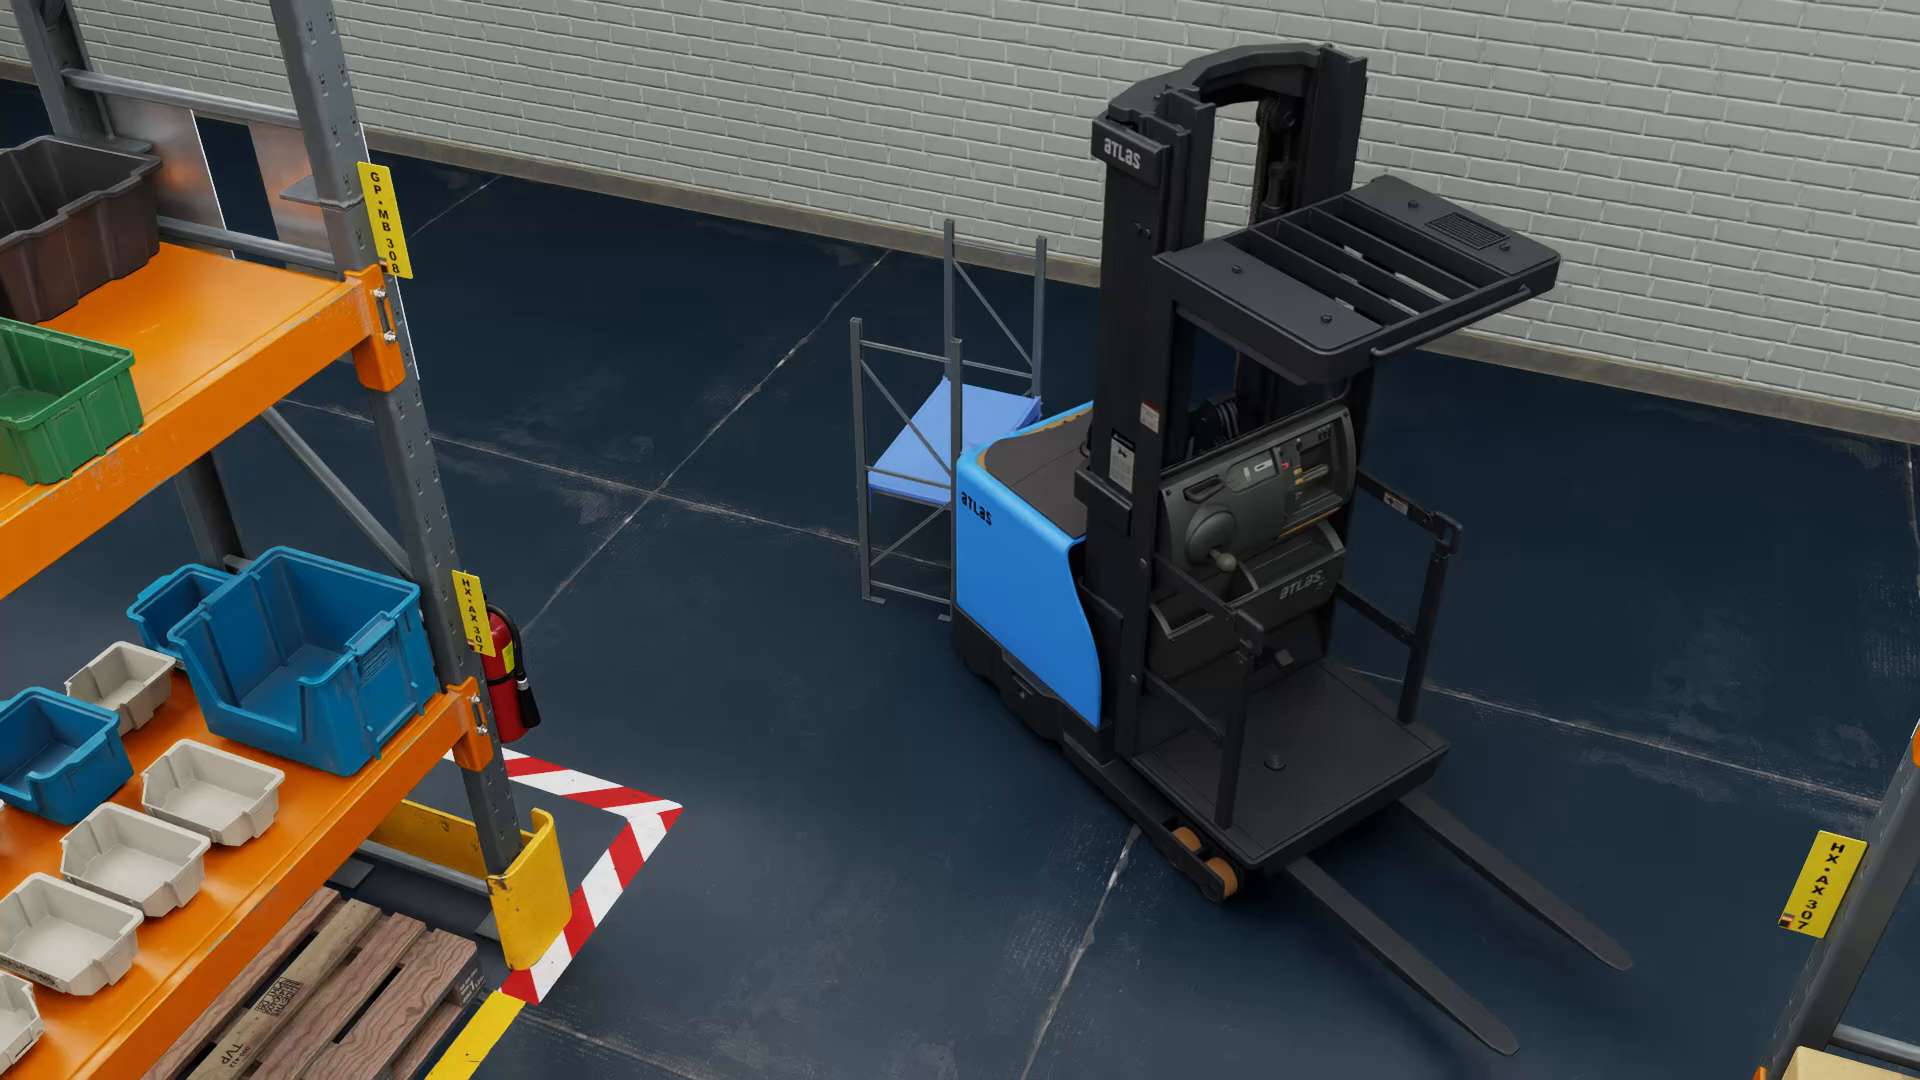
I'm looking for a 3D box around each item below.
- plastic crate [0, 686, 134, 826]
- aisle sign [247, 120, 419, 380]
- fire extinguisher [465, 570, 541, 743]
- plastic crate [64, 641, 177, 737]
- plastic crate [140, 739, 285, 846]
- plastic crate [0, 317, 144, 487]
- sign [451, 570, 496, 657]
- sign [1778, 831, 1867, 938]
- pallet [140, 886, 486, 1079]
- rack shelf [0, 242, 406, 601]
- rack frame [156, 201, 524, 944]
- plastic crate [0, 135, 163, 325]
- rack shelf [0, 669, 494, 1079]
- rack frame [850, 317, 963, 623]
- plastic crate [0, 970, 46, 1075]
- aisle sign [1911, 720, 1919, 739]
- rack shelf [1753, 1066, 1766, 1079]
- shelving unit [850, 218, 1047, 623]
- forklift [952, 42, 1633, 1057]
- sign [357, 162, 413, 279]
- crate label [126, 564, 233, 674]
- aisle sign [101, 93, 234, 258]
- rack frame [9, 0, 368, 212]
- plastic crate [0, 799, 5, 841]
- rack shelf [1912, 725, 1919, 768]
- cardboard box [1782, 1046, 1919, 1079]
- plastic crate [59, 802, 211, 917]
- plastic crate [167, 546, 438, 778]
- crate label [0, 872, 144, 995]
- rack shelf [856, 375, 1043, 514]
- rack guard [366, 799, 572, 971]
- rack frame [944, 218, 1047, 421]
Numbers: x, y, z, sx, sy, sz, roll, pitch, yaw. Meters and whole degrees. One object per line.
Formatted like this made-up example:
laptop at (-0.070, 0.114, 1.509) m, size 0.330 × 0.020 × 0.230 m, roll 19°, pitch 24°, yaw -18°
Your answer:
plastic crate at (-2.710, 0.655, 4.958) m, size 0.416 × 0.233 × 0.300 m, roll 14°, pitch 39°, yaw 18°
aisle sign at (-1.763, -0.829, 4.682) m, size 0.394 × 0.787 × 0.004 m, roll 14°, pitch 39°, yaw 18°
fire extinguisher at (-1.584, 0.386, 5.604) m, size 0.296 × 0.674 × 0.183 m, roll 14°, pitch 39°, yaw 18°
plastic crate at (-2.658, 0.488, 5.262) m, size 0.250 × 0.136 × 0.298 m, roll 14°, pitch 39°, yaw 18°
plastic crate at (-2.204, 0.760, 4.898) m, size 0.396 × 0.136 × 0.243 m, roll 14°, pitch 39°, yaw 18°
plastic crate at (-2.172, -0.320, 3.844) m, size 0.450 × 0.188 × 0.336 m, roll 14°, pitch 39°, yaw 18°
sign at (-1.546, 0.237, 5.292) m, size 0.100 × 0.325 × 0.005 m, roll 14°, pitch 39°, yaw 18°
sign at (2.008, 0.806, 3.877) m, size 0.100 × 0.325 × 0.005 m, roll 14°, pitch 39°, yaw 18°
pallet at (-2.411, 1.750, 5.732) m, size 1.003 × 0.211 × 1.213 m, roll 14°, pitch 39°, yaw 18°
rack shelf at (-2.822, 0.380, 3.332) m, size 1.077 × 0.370 × 4.000 m, roll 14°, pitch 39°, yaw 18°
rack frame at (-2.061, 0.186, 5.496) m, size 1.000 × 3.000 × 0.127 m, roll 14°, pitch 39°, yaw 18°
plastic crate at (-2.465, -0.814, 4.437) m, size 0.497 × 0.269 × 0.590 m, roll 14°, pitch 39°, yaw 18°
rack shelf at (-2.822, 1.581, 4.230) m, size 1.077 × 0.370 × 4.000 m, roll 14°, pitch 39°, yaw 18°
rack frame at (-0.226, -0.272, 7.361) m, size 0.500 × 1.500 × 0.032 m, roll 14°, pitch 39°, yaw 18°
plastic crate at (-2.507, 1.245, 4.249) m, size 0.298 × 0.136 × 0.250 m, roll 14°, pitch 39°, yaw 18°
aisle sign at (2.269, 0.164, 3.353) m, size 0.394 × 0.787 × 0.004 m, roll 14°, pitch 39°, yaw 18°
rack shelf at (1.758, 2.709, 2.721) m, size 1.077 × 0.370 × 4.000 m, roll 14°, pitch 39°, yaw 18°
shelving unit at (-0.032, -0.554, 7.738) m, size 0.538 × 1.500 × 1.048 m, roll 14°, pitch 39°, yaw 18°
forklift at (1.230, -0.120, 5.963) m, size 1.130 × 2.935 × 3.031 m, roll -23°, pitch 43°, yaw -28°
sign at (-1.546, -0.858, 4.474) m, size 0.100 × 0.325 × 0.005 m, roll 14°, pitch 39°, yaw 18°
crate label at (-2.460, 0.290, 5.446) m, size 0.416 × 0.233 × 0.303 m, roll 14°, pitch 39°, yaw 18°
aisle sign at (-2.309, -0.963, 4.862) m, size 0.394 × 0.787 × 0.004 m, roll 14°, pitch 39°, yaw 18°
rack frame at (-2.061, -2.217, 3.700) m, size 1.000 × 3.000 × 0.127 m, roll 14°, pitch 39°, yaw 18°
plastic crate at (-2.916, 0.863, 4.760) m, size 0.250 × 0.136 × 0.298 m, roll 14°, pitch 39°, yaw 18°
rack shelf at (1.758, 1.508, 1.823) m, size 1.077 × 0.370 × 4.000 m, roll 14°, pitch 39°, yaw 18°
cardboard box at (2.087, 1.459, 3.669) m, size 0.500 × 0.250 × 0.500 m, roll 13°, pitch 39°, yaw 17°
plastic crate at (-2.328, 0.917, 4.688) m, size 0.396 × 0.136 × 0.243 m, roll 14°, pitch 39°, yaw 18°
plastic crate at (-2.016, 0.375, 5.163) m, size 0.616 × 0.435 × 0.499 m, roll 14°, pitch 39°, yaw 18°
crate label at (-2.411, 1.077, 4.474) m, size 0.396 × 0.136 × 0.243 m, roll 14°, pitch 39°, yaw 18°
rack shelf at (-0.032, -0.409, 7.845) m, size 0.538 × 0.185 × 1.000 m, roll 14°, pitch 39°, yaw 18°
rack guard at (-2.064, 1.171, 6.266) m, size 1.175 × 0.500 × 0.348 m, roll 14°, pitch 39°, yaw 18°
rack frame at (0.161, -0.835, 8.114) m, size 0.500 × 1.500 × 0.032 m, roll 14°, pitch 39°, yaw 18°
